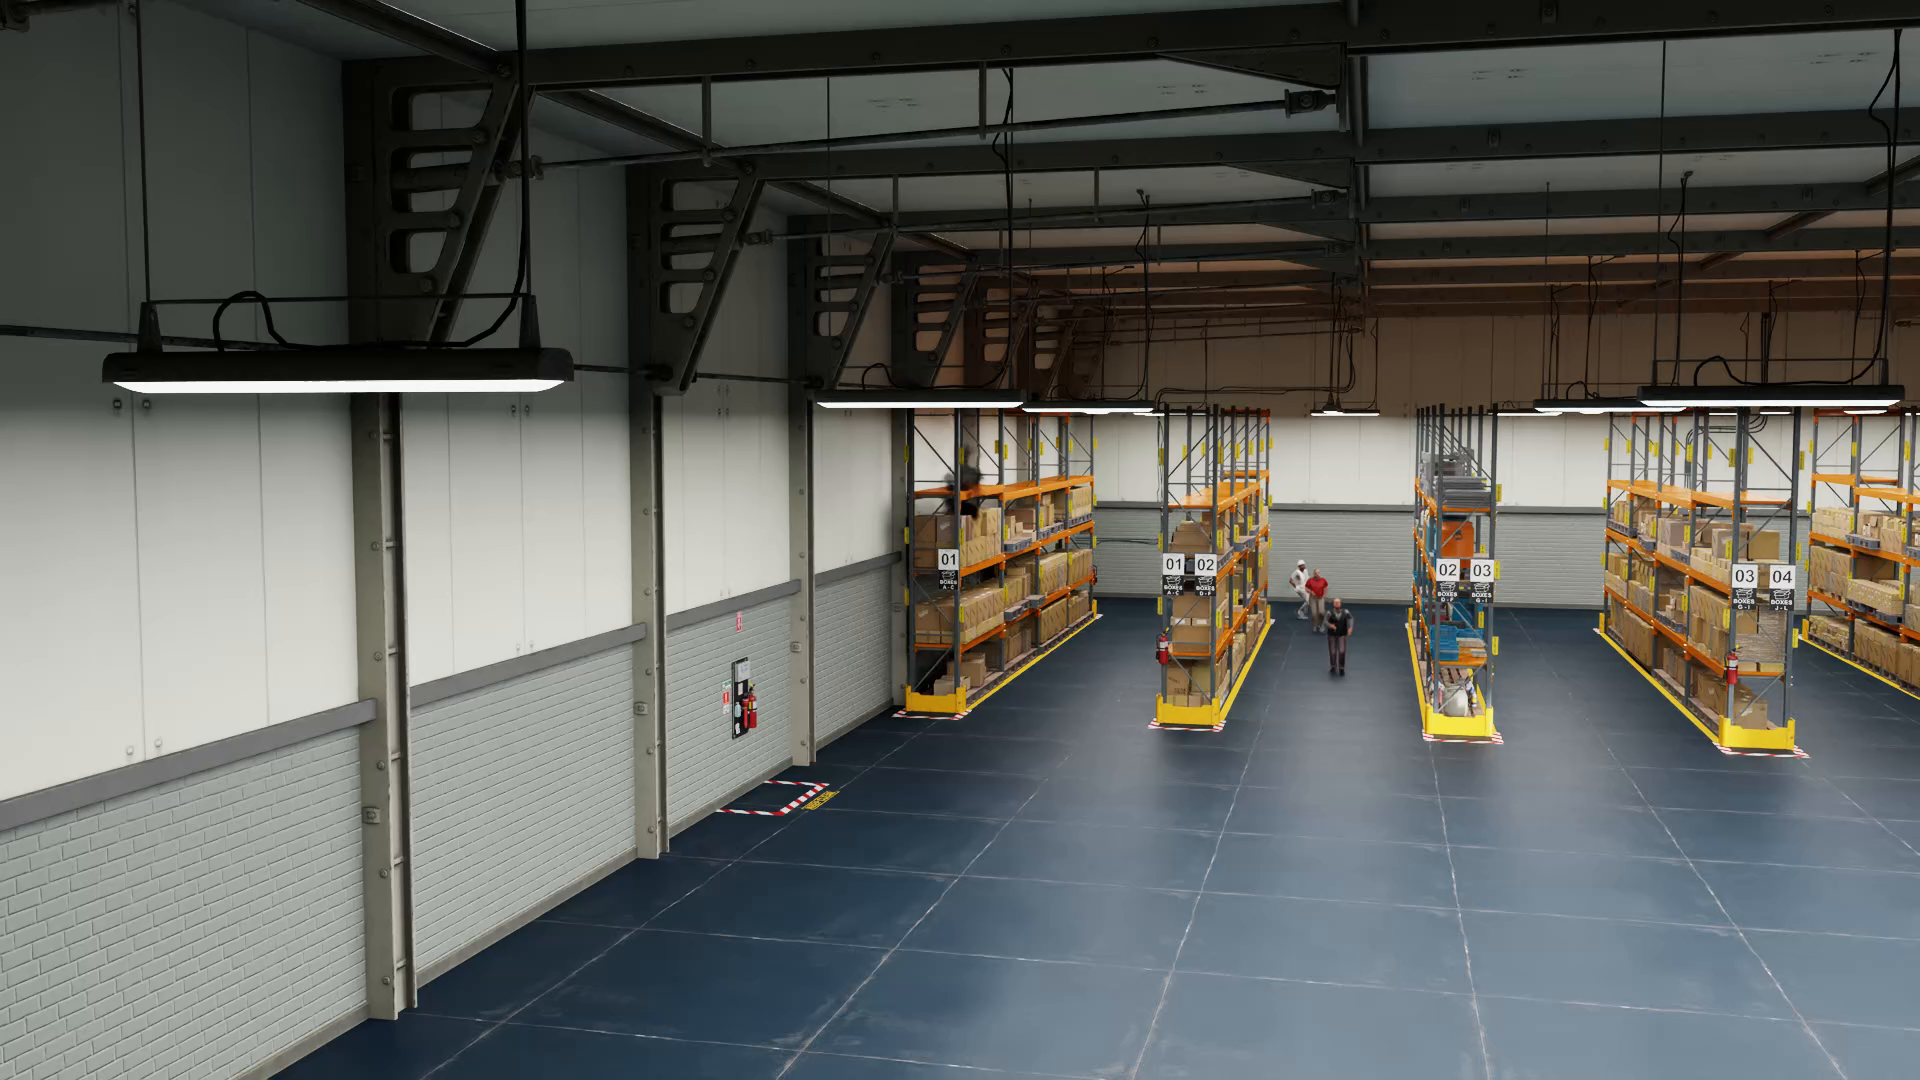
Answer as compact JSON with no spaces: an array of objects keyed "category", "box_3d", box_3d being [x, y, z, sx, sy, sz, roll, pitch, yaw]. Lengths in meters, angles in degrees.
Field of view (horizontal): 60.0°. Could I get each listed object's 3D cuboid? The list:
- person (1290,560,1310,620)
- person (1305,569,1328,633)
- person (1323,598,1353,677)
[{"category":"person","box_3d":[9.777,1.434,47.310,0.581,1.739,0.677,3,5,37]},{"category":"person","box_3d":[9.544,1.642,44.496,0.627,1.739,0.719,1,4,9]},{"category":"person","box_3d":[8.429,2.185,37.100,0.671,1.783,0.730,1,4,10]}]
